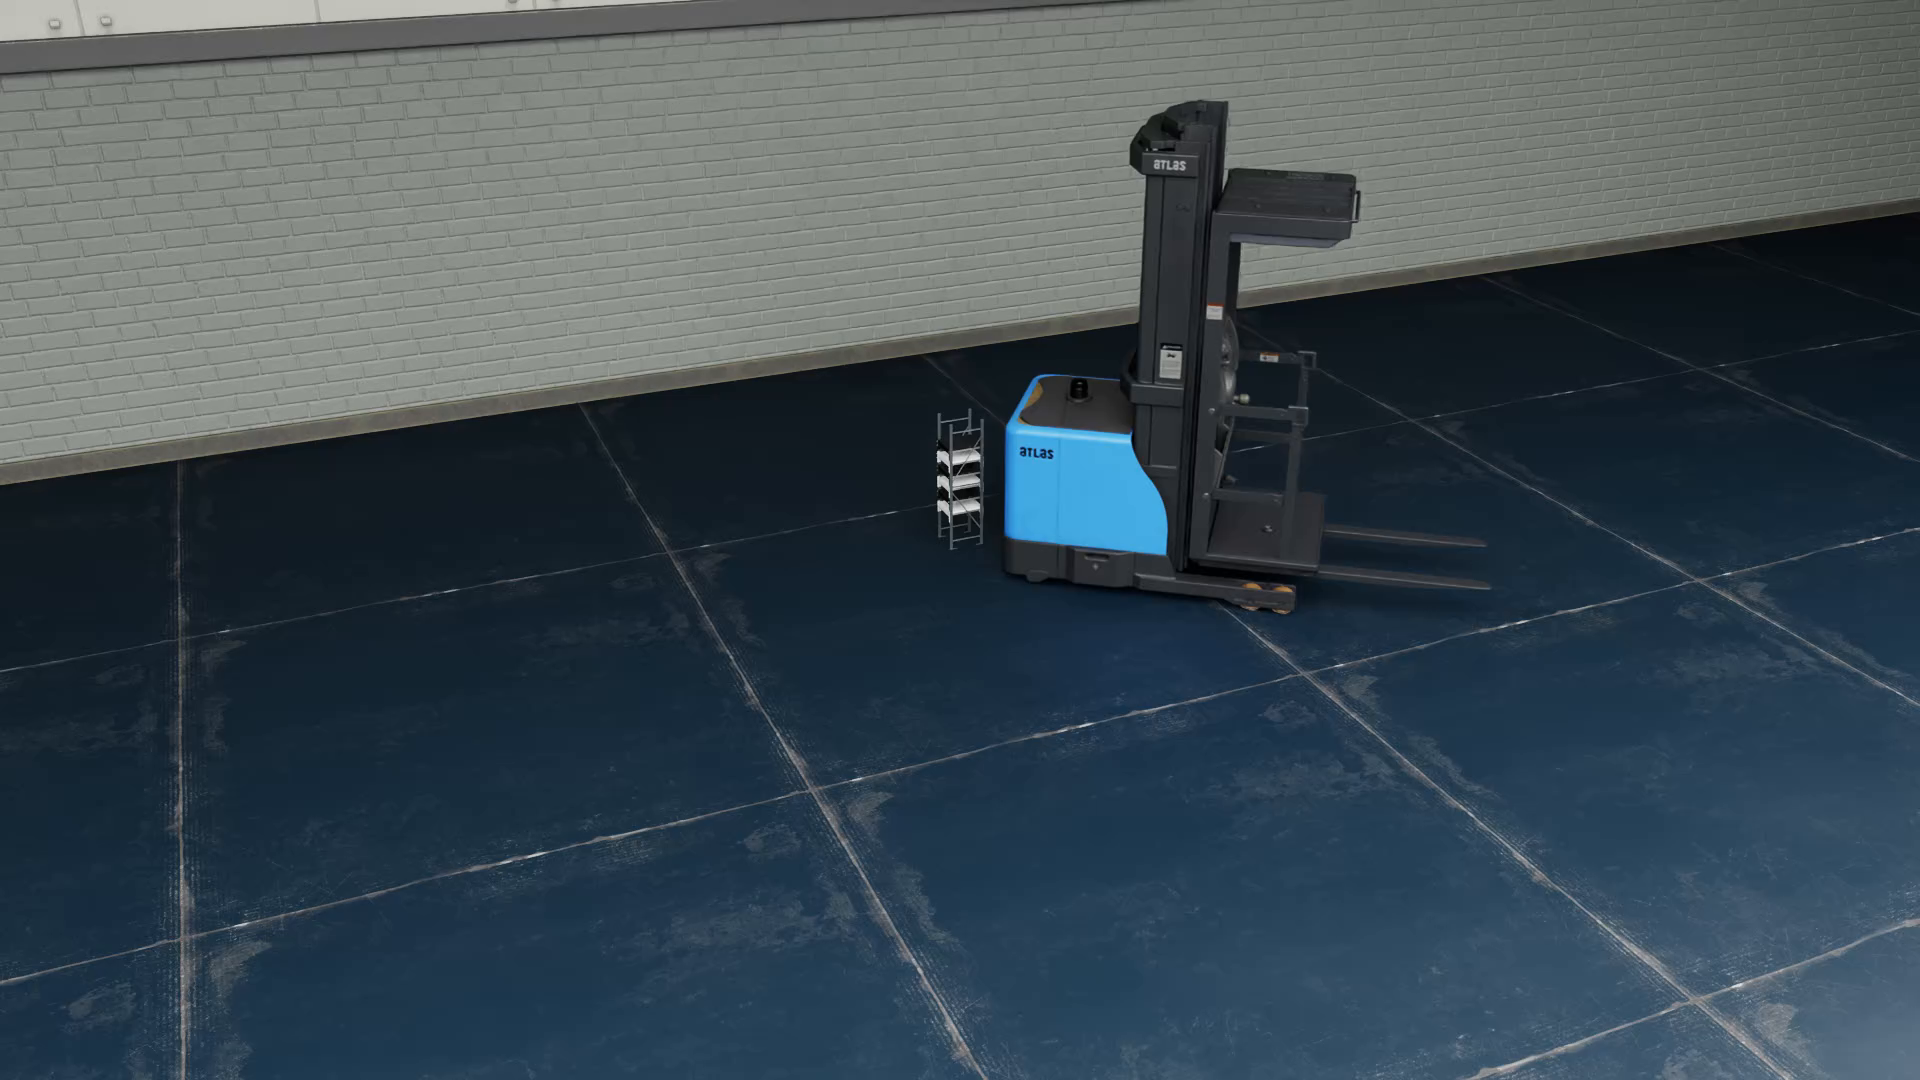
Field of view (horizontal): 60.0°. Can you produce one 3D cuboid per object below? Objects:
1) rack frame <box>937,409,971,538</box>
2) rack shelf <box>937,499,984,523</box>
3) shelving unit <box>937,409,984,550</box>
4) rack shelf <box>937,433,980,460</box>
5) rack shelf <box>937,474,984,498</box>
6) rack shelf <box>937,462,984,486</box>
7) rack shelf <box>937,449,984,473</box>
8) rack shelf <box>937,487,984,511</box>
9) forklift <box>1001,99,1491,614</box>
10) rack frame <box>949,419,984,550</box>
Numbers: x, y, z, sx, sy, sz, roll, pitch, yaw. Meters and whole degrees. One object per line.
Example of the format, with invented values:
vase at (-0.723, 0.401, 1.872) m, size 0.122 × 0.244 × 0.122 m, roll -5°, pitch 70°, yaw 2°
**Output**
rack frame at (-0.037, -0.442, 11.130) m, size 0.240 × 0.900 × 0.006 m, roll -11°, pitch 28°, yaw -21°
rack shelf at (0.003, -0.209, 11.139) m, size 0.258 × 0.077 × 0.200 m, roll -11°, pitch 28°, yaw -21°
shelving unit at (0.003, -0.401, 11.046) m, size 0.258 × 0.900 × 0.210 m, roll -11°, pitch 28°, yaw -21°
rack shelf at (0.003, -0.614, 10.942) m, size 0.258 × 0.077 × 0.200 m, roll -11°, pitch 28°, yaw -21°
rack shelf at (0.003, -0.371, 11.060) m, size 0.258 × 0.077 × 0.200 m, roll -11°, pitch 28°, yaw -21°
rack shelf at (0.003, -0.452, 11.021) m, size 0.258 × 0.077 × 0.200 m, roll -11°, pitch 28°, yaw -21°
rack shelf at (0.003, -0.533, 10.981) m, size 0.258 × 0.077 × 0.200 m, roll -11°, pitch 28°, yaw -21°
rack shelf at (0.003, -0.290, 11.100) m, size 0.258 × 0.077 × 0.200 m, roll -11°, pitch 28°, yaw -21°
forklift at (1.841, -1.116, 10.196) m, size 3.031 × 2.935 × 1.130 m, roll 6°, pitch 27°, yaw 12°
rack frame at (0.043, -0.360, 10.962) m, size 0.240 × 0.900 × 0.006 m, roll -11°, pitch 28°, yaw -21°
